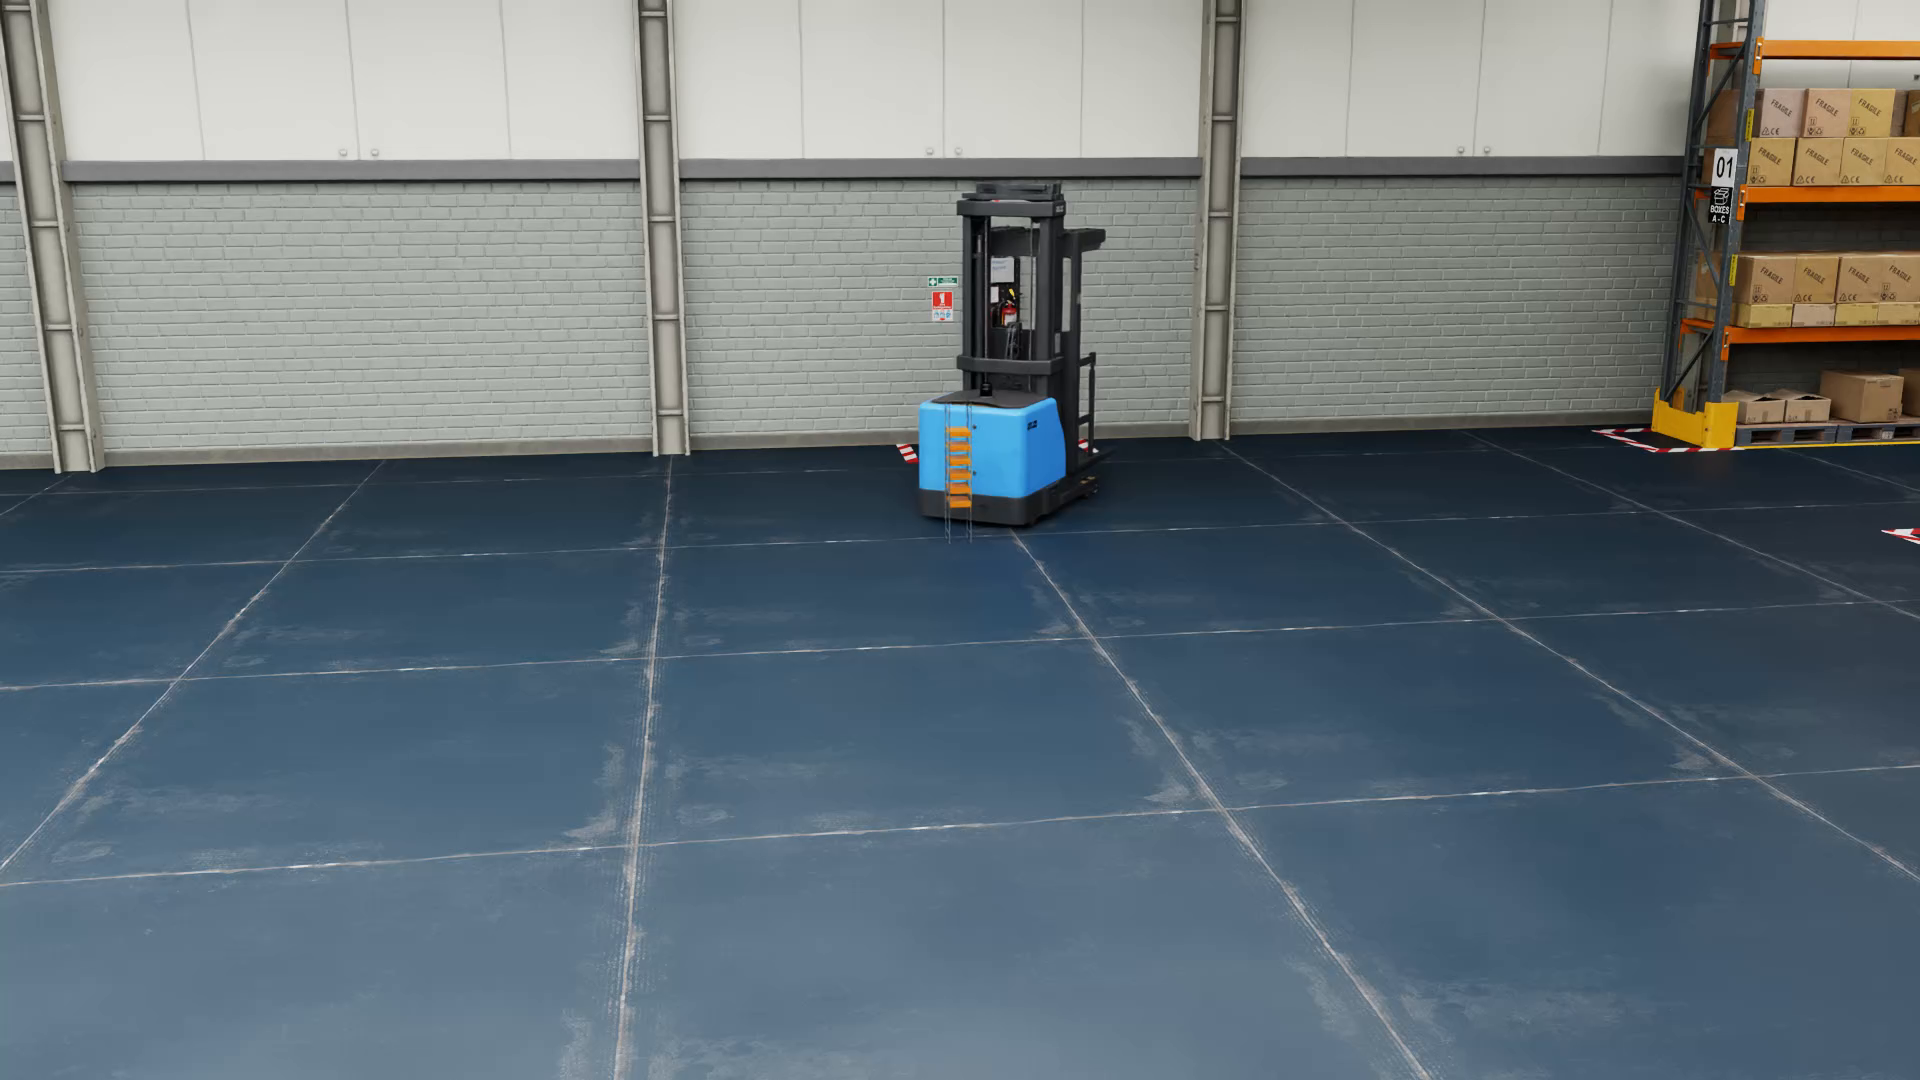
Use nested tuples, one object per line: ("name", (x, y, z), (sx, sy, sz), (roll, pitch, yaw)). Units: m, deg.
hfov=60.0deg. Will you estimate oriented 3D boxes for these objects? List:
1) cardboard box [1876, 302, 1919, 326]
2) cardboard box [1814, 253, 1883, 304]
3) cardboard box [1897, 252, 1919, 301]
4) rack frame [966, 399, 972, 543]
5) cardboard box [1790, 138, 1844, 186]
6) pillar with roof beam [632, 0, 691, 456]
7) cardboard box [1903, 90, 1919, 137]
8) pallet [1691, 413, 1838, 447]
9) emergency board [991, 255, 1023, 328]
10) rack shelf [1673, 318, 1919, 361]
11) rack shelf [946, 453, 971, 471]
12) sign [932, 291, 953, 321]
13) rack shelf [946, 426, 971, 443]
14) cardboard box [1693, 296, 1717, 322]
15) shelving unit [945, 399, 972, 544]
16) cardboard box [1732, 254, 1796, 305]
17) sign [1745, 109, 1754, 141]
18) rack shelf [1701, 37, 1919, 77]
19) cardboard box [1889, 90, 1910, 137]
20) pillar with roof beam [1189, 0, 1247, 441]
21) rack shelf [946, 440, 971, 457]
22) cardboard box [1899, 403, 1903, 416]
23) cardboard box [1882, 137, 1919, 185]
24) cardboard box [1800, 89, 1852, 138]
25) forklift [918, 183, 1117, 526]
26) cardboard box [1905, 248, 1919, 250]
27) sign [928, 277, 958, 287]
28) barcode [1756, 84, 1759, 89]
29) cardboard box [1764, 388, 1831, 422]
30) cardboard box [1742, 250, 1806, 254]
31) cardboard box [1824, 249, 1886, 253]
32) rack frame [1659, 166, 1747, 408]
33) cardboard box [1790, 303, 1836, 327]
("cardboard box", (10.235, -2.534, 18.426), (0.500, 0.250, 0.500), (-2, 14, -8))
("cardboard box", (9.708, -2.877, 18.252), (0.500, 0.500, 0.500), (-3, 14, -10))
("cardboard box", (10.731, -2.917, 18.414), (0.500, 0.500, 0.500), (-3, 14, -10))
("rack frame", (0.076, -0.585, 14.087), (0.006, 1.200, 0.240), (-2, 14, -8))
("cardboard box", (9.093, -4.074, 17.889), (0.500, 0.500, 0.500), (-1, 14, -5))
("pillar with roof beam", (-2.472, -4.271, 12.754), (0.400, 9.000, 9.100), (-2, 14, -8))
("cardboard box", (10.634, -4.614, 17.986), (0.500, 0.500, 0.500), (-3, 14, -10))
("pallet", (9.073, -1.270, 18.850), (1.213, 0.211, 1.003), (-2, 14, -8))
("emergency board", (0.370, -2.534, 18.160), (0.643, 1.169, 0.194), (-2, 14, -8))
("rack shelf", (10.167, -2.322, 18.793), (4.000, 0.370, 1.077), (-2, 14, -8))
("rack shelf", (-0.014, -0.655, 14.055), (0.180, 0.103, 0.258), (-2, 14, -8))
("sign", (-0.192, -2.556, 18.174), (0.234, 0.329, 0.001), (-2, 14, -8))
("rack shelf", (-0.014, -0.888, 13.997), (0.180, 0.103, 0.258), (-2, 14, -8))
("cardboard box", (8.623, -2.599, 18.686), (0.500, 0.250, 0.500), (-2, 14, -7))
("shelving unit", (-0.014, -0.581, 14.074), (0.189, 1.200, 0.258), (-2, 14, -8))
("cardboard box", (8.706, -2.844, 18.122), (0.500, 0.500, 0.500), (-2, 14, -8))
("sign", (8.270, -4.347, 17.425), (0.005, 0.325, 0.100), (-2, 14, -8))
("rack shelf", (10.167, -5.230, 18.064), (4.000, 0.370, 1.077), (-2, 14, -8))
("cardboard box", (10.104, -4.726, 18.433), (0.500, 0.500, 0.500), (-2, 14, -8))
("pillar with roof beam", (3.461, -4.489, 13.621), (0.400, 9.000, 9.100), (-2, 14, -8))
("rack shelf", (-0.014, -0.771, 14.026), (0.180, 0.103, 0.258), (-2, 14, -8))
("cardboard box", (10.560, -1.521, 19.076), (0.250, 0.149, 0.380), (-3, 14, -13))
("cardboard box", (10.133, -4.119, 18.066), (0.500, 0.500, 0.500), (-1, 14, -5))
("cardboard box", (9.110, -4.558, 17.762), (0.500, 0.500, 0.500), (-2, 14, -9))
("forklift", (0.691, -1.860, 15.615), (1.130, 2.935, 3.031), (6, 15, 24))
("cardboard box", (11.137, -3.059, 18.980), (0.500, 0.500, 0.500), (-2, 14, -9))
("sign", (-0.186, -2.811, 18.102), (0.331, 0.109, 0.001), (-2, 14, -8))
("barcode", (8.817, -5.024, 18.427), (0.075, 0.075, 0.001), (-2, 14, -8))
("cardboard box", (9.450, -1.532, 18.786), (0.500, 0.311, 0.500), (-1, 14, -4))
("cardboard box", (9.123, -2.983, 18.676), (0.500, 0.500, 0.500), (-2, 14, -8))
("cardboard box", (10.131, -3.021, 18.828), (0.500, 0.500, 0.500), (-2, 14, -8))
("rack frame", (8.189, -2.598, 18.416), (0.127, 3.000, 1.000), (-2, 14, -8))
("cardboard box", (9.230, -2.499, 18.287), (0.500, 0.250, 0.500), (-3, 14, -10))
